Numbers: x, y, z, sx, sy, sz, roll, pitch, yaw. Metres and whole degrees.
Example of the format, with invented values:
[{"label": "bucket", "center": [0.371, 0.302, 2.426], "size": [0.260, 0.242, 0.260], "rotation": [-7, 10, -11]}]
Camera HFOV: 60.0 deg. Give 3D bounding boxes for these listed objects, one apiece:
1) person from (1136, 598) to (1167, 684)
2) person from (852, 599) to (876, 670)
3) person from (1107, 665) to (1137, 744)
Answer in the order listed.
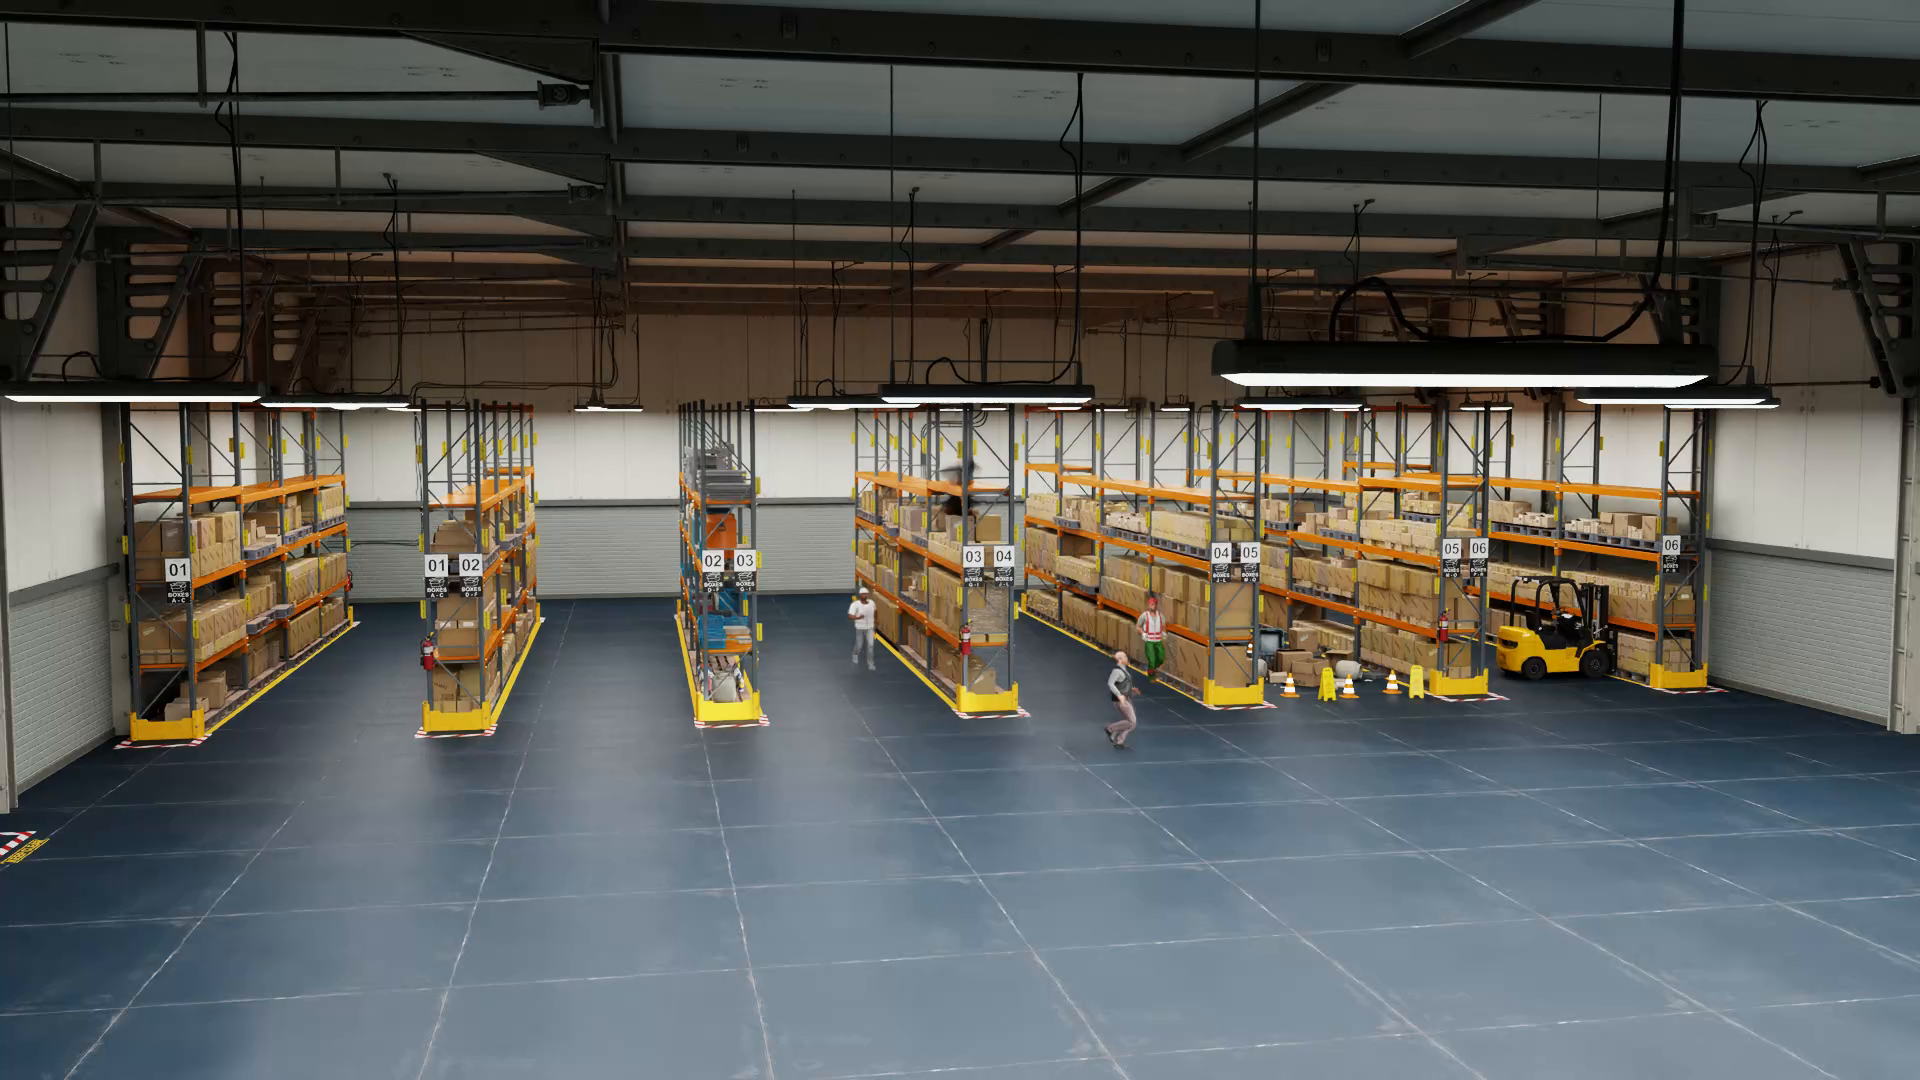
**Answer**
[{"label": "person", "center": [3.886, 2.038, 33.585], "size": [0.636, 1.740, 0.586], "rotation": [-1, 4, -13]}, {"label": "person", "center": [-2.061, 2.029, 35.883], "size": [0.433, 1.474, 0.961], "rotation": [-2, 5, -21]}, {"label": "person", "center": [2.790, 2.828, 28.443], "size": [0.501, 1.385, 0.447], "rotation": [1, 4, 15]}]
